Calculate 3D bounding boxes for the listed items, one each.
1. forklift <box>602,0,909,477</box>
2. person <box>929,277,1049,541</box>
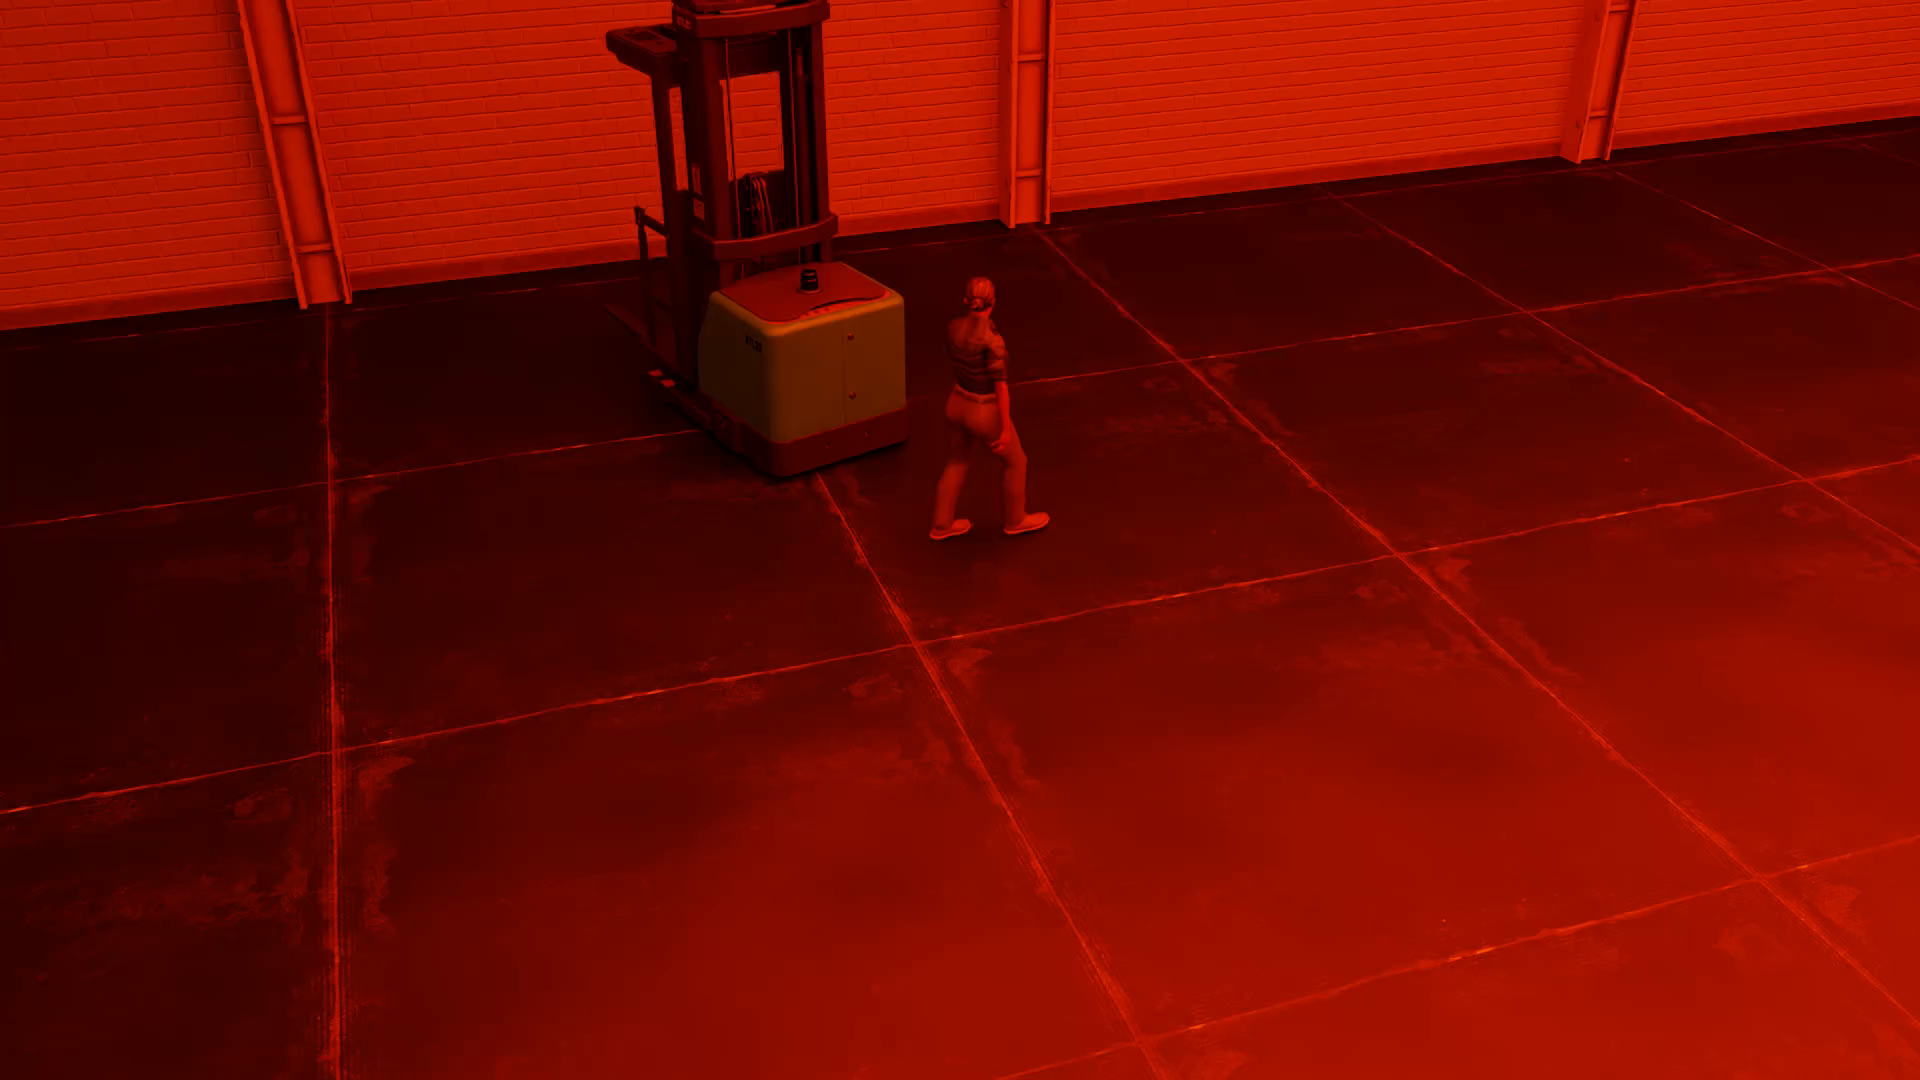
[{"bbox_3d":[-1.597,-2.358,11.186,1.130,2.935,3.031,-19,35,-30],"label":"forklift"},{"bbox_3d":[0.145,-0.763,9.733,0.569,1.622,0.650,26,39,37],"label":"person"}]
